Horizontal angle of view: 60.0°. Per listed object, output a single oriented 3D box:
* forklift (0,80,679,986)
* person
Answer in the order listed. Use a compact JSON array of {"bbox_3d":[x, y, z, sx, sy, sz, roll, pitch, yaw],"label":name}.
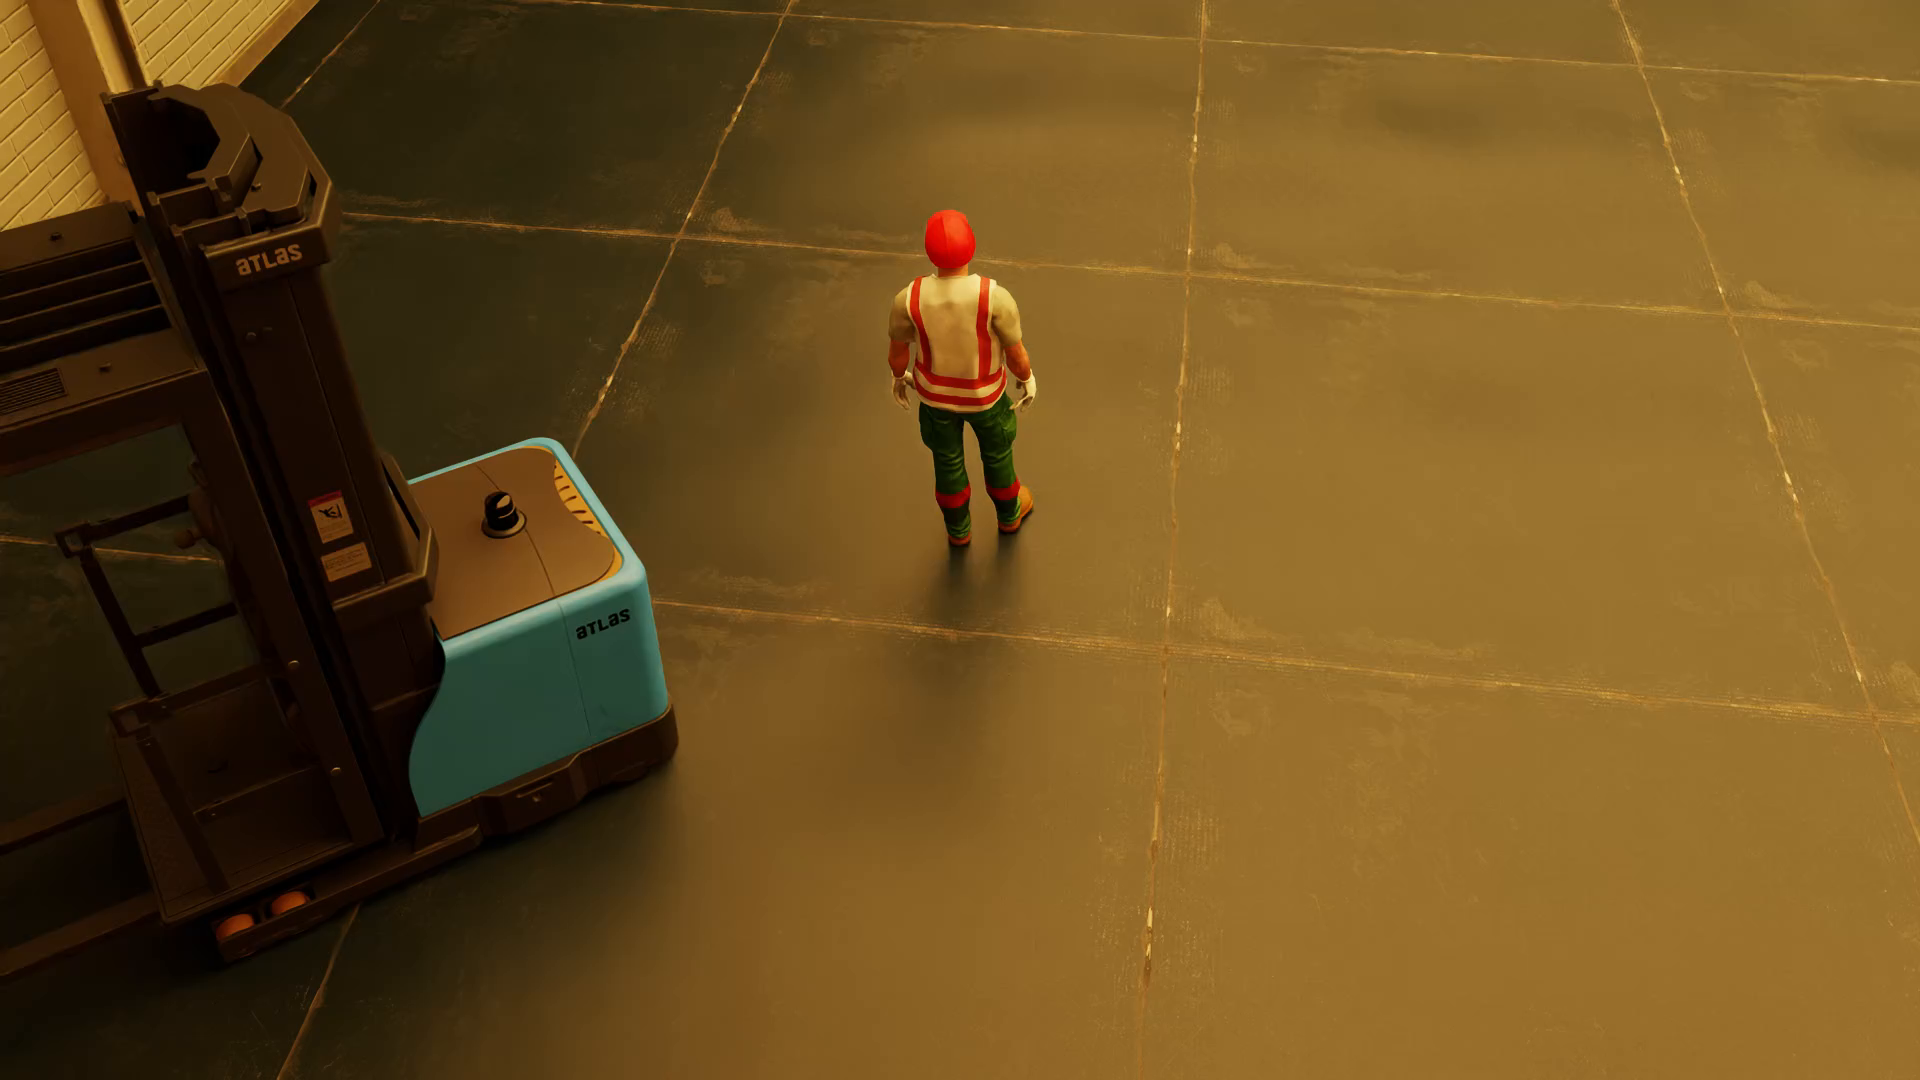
[{"bbox_3d":[-2.690,0.064,5.655,3.031,2.935,1.130,-22,47,-22],"label":"forklift"},{"bbox_3d":[0.021,-0.716,7.341,0.638,1.784,0.562,5,43,6],"label":"person"}]
